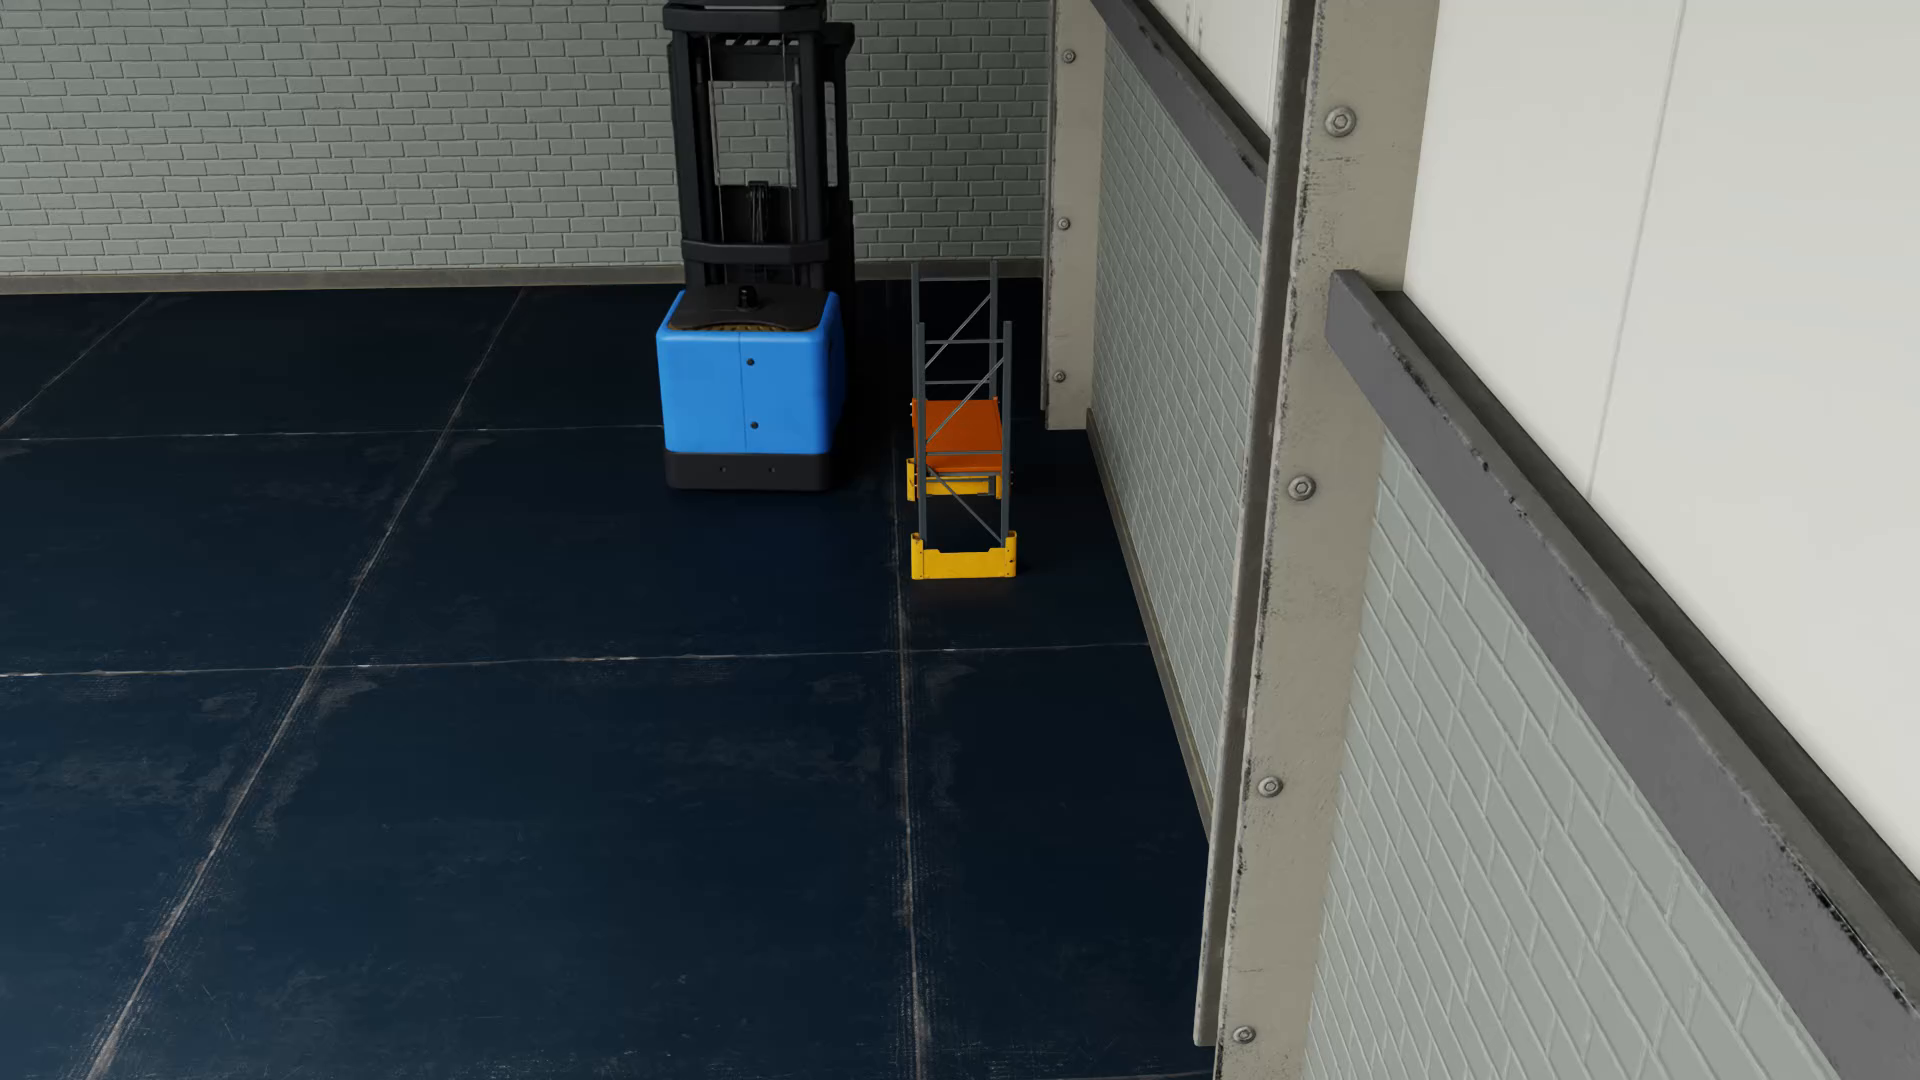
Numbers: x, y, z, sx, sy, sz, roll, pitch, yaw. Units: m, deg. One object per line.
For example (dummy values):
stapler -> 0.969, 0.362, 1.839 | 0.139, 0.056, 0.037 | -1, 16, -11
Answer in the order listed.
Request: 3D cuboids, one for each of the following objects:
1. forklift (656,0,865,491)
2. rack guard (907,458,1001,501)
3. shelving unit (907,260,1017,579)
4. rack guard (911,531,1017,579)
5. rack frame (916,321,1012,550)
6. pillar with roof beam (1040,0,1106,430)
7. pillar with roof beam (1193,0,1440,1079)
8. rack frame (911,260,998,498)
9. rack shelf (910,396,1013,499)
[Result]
forklift -> -1.241, -2.243, 10.881 | 1.130, 2.935, 3.031 | 1, 28, 2
rack guard -> -0.030, -0.376, 10.201 | 0.587, 0.250, 0.087 | -1, 28, -3
shelving unit -> -0.004, -0.700, 9.471 | 0.587, 1.500, 1.083 | -1, 28, -3
rack guard -> 0.022, 0.084, 9.319 | 0.587, 0.250, 0.087 | -1, 28, -3
rack frame -> 0.022, -0.470, 9.029 | 0.500, 1.500, 0.032 | -1, 28, -3
pillar with roof beam -> -3.579, -4.722, 9.072 | 9.100, 9.000, 0.400 | -1, 28, -3
pillar with roof beam -> -3.266, -1.951, 3.759 | 9.100, 9.000, 0.400 | -1, 28, -3
rack frame -> -0.031, -0.939, 9.929 | 0.500, 1.500, 0.032 | -1, 28, -3
rack shelf -> -0.004, -0.545, 9.562 | 0.538, 0.185, 1.000 | -1, 28, -3
